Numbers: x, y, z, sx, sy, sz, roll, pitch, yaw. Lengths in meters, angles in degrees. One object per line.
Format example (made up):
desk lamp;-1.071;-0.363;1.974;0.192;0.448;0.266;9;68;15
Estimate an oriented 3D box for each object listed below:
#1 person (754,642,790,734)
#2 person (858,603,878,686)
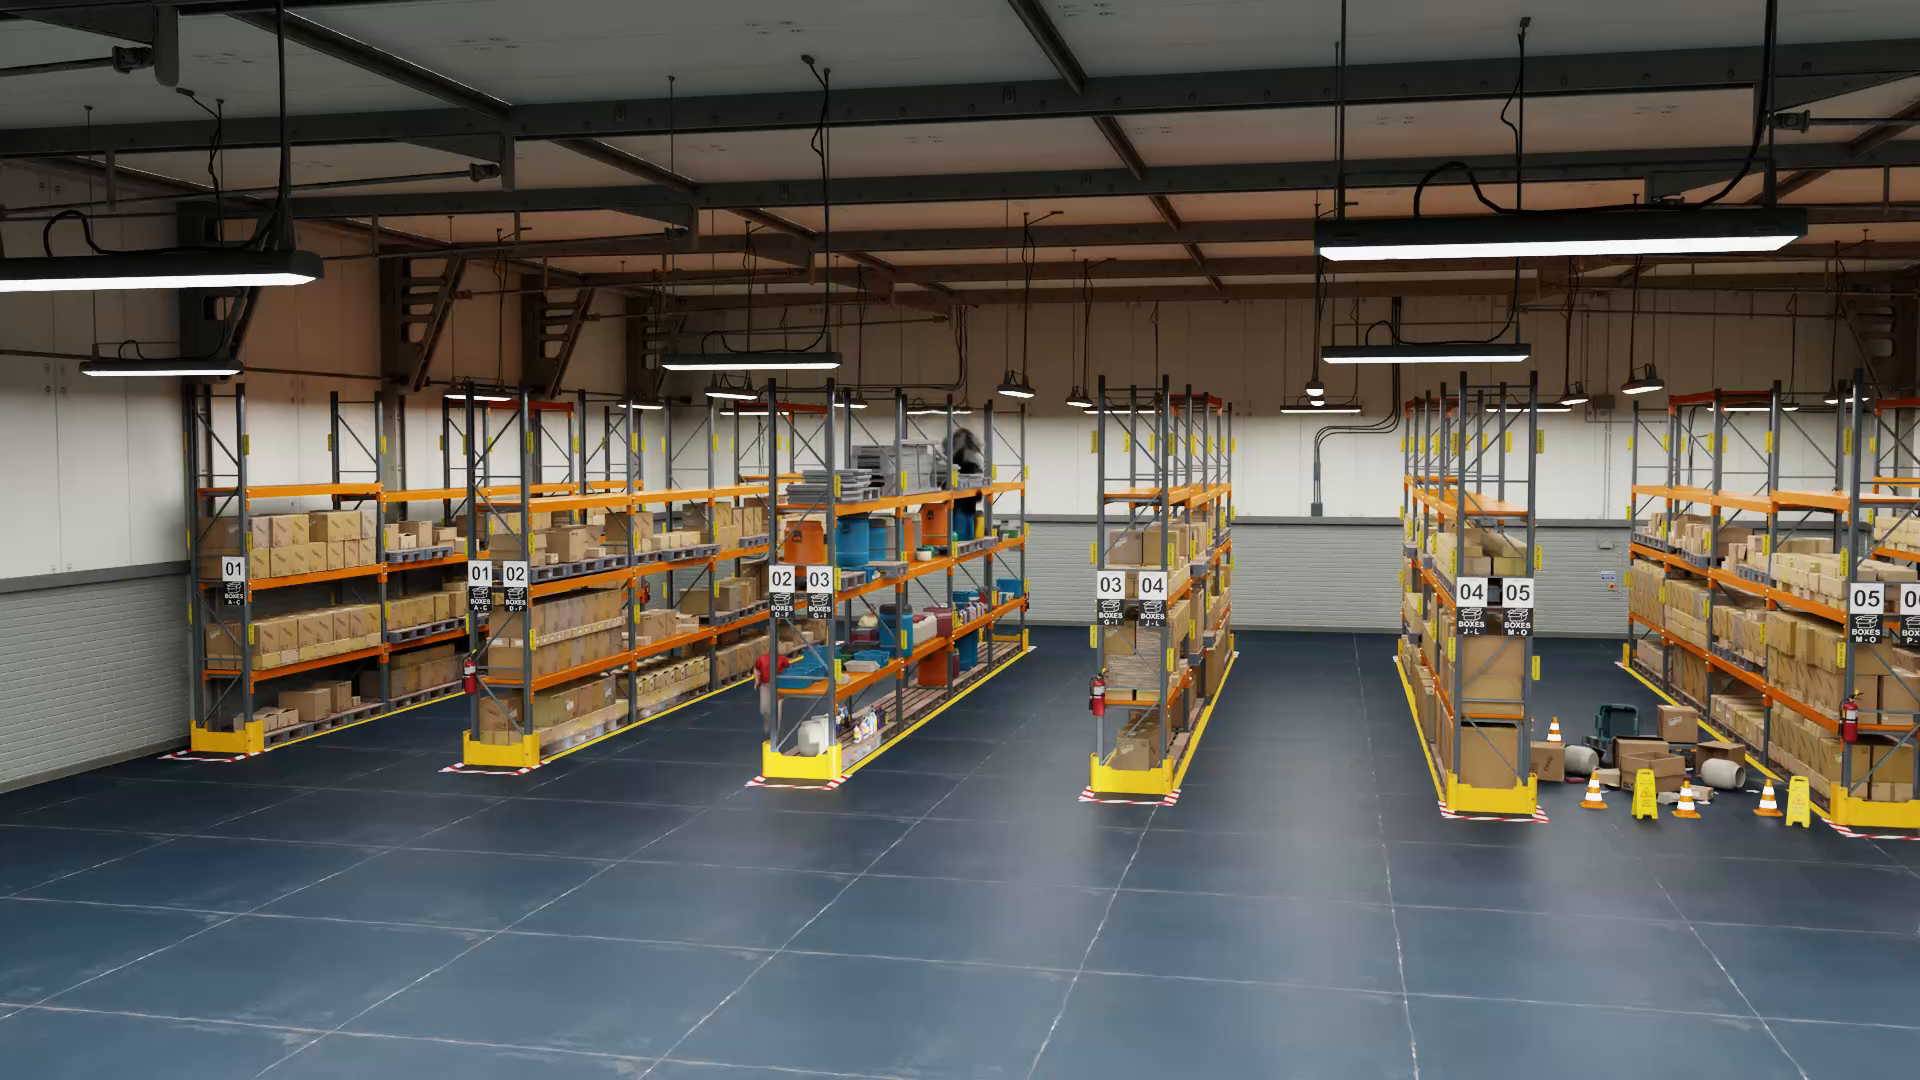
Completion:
person;-3.201;2.544;28.262;0.658;1.683;0.590;0;3;0
person;-1.874;2.176;34.778;0.559;1.717;0.698;1;3;14
